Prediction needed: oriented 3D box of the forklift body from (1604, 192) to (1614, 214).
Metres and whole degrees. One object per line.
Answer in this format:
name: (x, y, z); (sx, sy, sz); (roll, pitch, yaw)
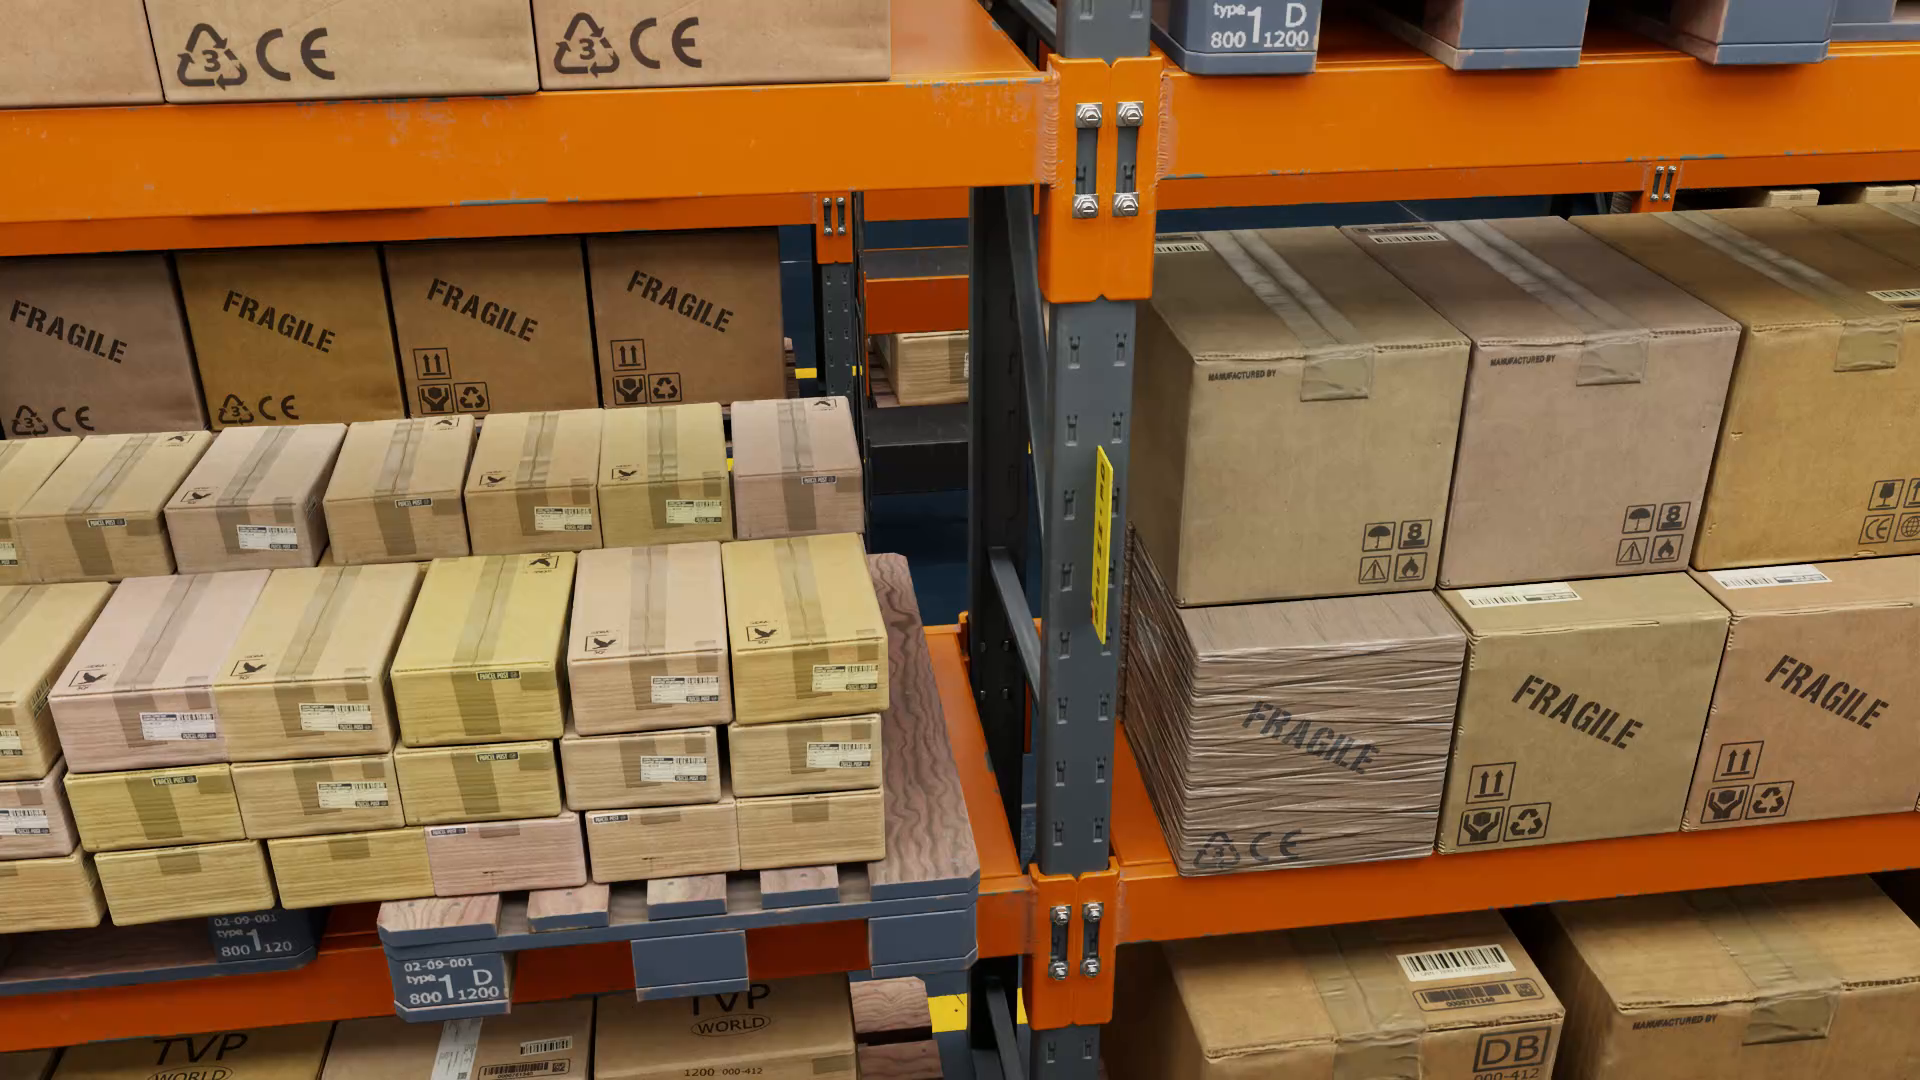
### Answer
forklift body: (4.963, -3.416, 11.551); (1.214, 2.155, 2.313); (-4, 27, -7)

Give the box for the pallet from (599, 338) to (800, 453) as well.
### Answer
pallet: (-1.431, -0.730, 8.441); (1.213, 0.211, 1.003); (-4, 27, -7)

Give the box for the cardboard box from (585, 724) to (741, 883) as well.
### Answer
cardboard box: (-0.521, 0.424, 2.953); (0.250, 0.149, 0.380); (-4, 27, -7)

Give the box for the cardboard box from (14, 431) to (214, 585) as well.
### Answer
cardboard box: (-1.636, -0.069, 3.262); (0.250, 0.149, 0.380); (-3, 27, -6)

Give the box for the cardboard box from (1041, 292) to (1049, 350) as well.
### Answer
cardboard box: (0.650, -1.086, 8.499); (0.625, 0.372, 0.950); (-4, 27, -8)

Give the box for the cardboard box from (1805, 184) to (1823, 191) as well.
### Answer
cardboard box: (4.373, -1.730, 9.066); (0.500, 0.500, 0.500); (-3, 27, -6)

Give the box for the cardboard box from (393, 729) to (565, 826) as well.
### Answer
cardboard box: (-0.801, 0.311, 2.848); (0.250, 0.149, 0.380); (-3, 27, -6)

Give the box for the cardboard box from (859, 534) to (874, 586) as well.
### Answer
cardboard box: (-0.322, 0.107, 3.571); (0.250, 0.149, 0.380); (-4, 27, -8)

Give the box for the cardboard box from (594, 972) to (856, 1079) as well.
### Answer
cardboard box: (-0.491, 0.999, 3.475); (0.500, 0.250, 0.500); (-4, 27, -8)

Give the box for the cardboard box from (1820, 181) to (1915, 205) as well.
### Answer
cardboard box: (4.583, -1.756, 8.407); (0.250, 0.149, 0.380); (-3, 27, -5)

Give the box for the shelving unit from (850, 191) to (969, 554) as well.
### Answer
shelving unit: (-0.164, -0.924, 6.750); (0.503, 2.100, 0.431); (-4, 27, -7)

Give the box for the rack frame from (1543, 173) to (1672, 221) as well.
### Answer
rack frame: (3.321, -2.241, 8.331); (0.127, 3.000, 1.000); (-4, 27, -7)

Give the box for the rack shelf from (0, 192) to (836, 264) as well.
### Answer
rack shelf: (-2.621, -1.539, 7.752); (4.000, 0.370, 1.077); (-4, 27, -7)

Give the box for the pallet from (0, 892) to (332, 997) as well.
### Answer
pallet: (-1.805, 0.475, 3.249); (1.213, 0.211, 1.003); (-4, 27, -7)

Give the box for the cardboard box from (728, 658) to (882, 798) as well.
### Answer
cardboard box: (-0.276, 0.275, 2.918); (0.250, 0.149, 0.380); (-3, 27, -6)

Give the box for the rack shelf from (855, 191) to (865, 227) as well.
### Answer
rack shelf: (-0.164, -1.534, 6.437); (0.480, 0.518, 0.431); (-4, 27, -7)

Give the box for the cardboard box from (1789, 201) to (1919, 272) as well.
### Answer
cardboard box: (2.110, -0.367, 3.476); (0.500, 0.500, 0.700); (-4, 27, -8)

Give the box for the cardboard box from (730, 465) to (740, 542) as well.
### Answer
cardboard box: (-0.357, -0.022, 3.497); (0.250, 0.149, 0.380); (-2, 27, -5)

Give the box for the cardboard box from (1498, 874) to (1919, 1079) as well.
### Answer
cardboard box: (1.630, 1.004, 4.012); (0.750, 0.750, 1.050); (-3, 27, -6)

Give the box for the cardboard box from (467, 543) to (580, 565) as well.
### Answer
cardboard box: (-0.889, 0.014, 3.426); (0.250, 0.149, 0.380); (-5, 28, -9)

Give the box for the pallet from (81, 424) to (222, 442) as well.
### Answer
pallet: (-3.848, -0.574, 8.138); (1.213, 0.211, 1.003); (-4, 27, -7)

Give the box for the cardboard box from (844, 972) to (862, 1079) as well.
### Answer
cardboard box: (-0.466, 1.330, 3.650); (0.500, 0.500, 0.500); (-4, 27, -7)

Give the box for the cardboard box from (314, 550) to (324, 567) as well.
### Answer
cardboard box: (-1.386, 0.046, 3.364); (0.250, 0.149, 0.380); (-4, 27, -7)

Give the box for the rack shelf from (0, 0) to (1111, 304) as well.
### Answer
rack shelf: (-1.831, -0.642, 2.718); (4.000, 0.370, 1.077); (-4, 27, -7)

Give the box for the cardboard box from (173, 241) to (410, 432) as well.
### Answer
cardboard box: (-3.105, -1.110, 7.995); (0.875, 0.875, 0.875); (-3, 27, -6)

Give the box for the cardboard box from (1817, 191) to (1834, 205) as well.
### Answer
cardboard box: (4.471, -1.493, 8.604); (0.500, 0.500, 0.500); (-3, 27, -5)

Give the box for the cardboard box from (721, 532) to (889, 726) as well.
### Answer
cardboard box: (-0.272, 0.144, 2.848); (0.250, 0.149, 0.380); (-5, 28, -9)

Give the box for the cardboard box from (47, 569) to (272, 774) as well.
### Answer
cardboard box: (-1.284, 0.207, 2.725); (0.250, 0.149, 0.380); (-4, 27, -7)

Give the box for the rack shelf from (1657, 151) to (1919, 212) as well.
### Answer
rack shelf: (5.301, -2.048, 8.743); (4.000, 0.370, 1.077); (-4, 27, -7)

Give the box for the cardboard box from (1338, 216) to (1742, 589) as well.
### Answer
cardboard box: (1.096, -0.301, 3.346); (0.500, 0.500, 0.700); (-4, 27, -8)

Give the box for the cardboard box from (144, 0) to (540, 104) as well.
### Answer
cardboard box: (-0.874, -0.945, 2.411); (0.500, 0.500, 0.500); (-4, 27, -7)

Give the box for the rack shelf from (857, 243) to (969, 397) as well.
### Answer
rack shelf: (-0.164, -0.912, 6.756); (0.480, 0.518, 0.431); (-4, 27, -7)

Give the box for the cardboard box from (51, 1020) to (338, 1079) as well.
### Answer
cardboard box: (-1.495, 1.061, 3.353); (0.500, 0.250, 0.500); (-3, 27, -6)

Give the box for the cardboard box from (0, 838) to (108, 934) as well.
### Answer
cardboard box: (-1.546, 0.488, 2.828); (0.250, 0.149, 0.380); (-3, 27, -6)

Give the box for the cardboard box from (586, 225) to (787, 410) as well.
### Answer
cardboard box: (-1.336, -1.221, 8.212); (0.875, 0.875, 0.875); (-4, 27, -8)

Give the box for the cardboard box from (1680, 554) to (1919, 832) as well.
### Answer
cardboard box: (1.634, 0.229, 3.409); (0.500, 0.500, 0.500); (-4, 27, -7)

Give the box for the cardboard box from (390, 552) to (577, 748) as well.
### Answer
cardboard box: (-0.780, 0.175, 2.786); (0.250, 0.149, 0.380); (-3, 27, -6)

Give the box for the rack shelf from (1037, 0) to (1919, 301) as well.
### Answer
rack shelf: (2.130, -0.897, 3.214); (4.000, 0.370, 1.077); (-4, 27, -7)

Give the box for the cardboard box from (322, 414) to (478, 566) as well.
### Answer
cardboard box: (-1.107, -0.104, 3.331); (0.250, 0.149, 0.380); (-5, 28, -9)

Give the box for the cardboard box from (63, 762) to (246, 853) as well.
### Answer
cardboard box: (-1.295, 0.341, 2.789); (0.250, 0.149, 0.380); (-4, 27, -7)

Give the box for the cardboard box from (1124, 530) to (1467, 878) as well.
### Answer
cardboard box: (0.632, 0.294, 3.282); (0.500, 0.500, 0.500); (-3, 27, -7)

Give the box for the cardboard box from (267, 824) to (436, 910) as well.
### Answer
cardboard box: (-1.023, 0.455, 2.893); (0.250, 0.149, 0.380); (-4, 27, -8)

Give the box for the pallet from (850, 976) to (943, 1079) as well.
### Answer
pallet: (-0.625, 1.535, 4.028); (1.213, 0.211, 1.003); (-4, 27, -7)

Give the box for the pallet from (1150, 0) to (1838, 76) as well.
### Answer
pallet: (0.780, -1.070, 2.972); (1.003, 0.211, 1.213); (-2, 27, -5)

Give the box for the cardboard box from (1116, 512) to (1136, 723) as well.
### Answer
cardboard box: (0.558, 0.050, 3.756); (0.500, 0.500, 0.500); (-4, 27, -7)

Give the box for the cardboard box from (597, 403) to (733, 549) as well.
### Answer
cardboard box: (-0.601, -0.135, 3.390); (0.250, 0.149, 0.380); (-4, 27, -9)
